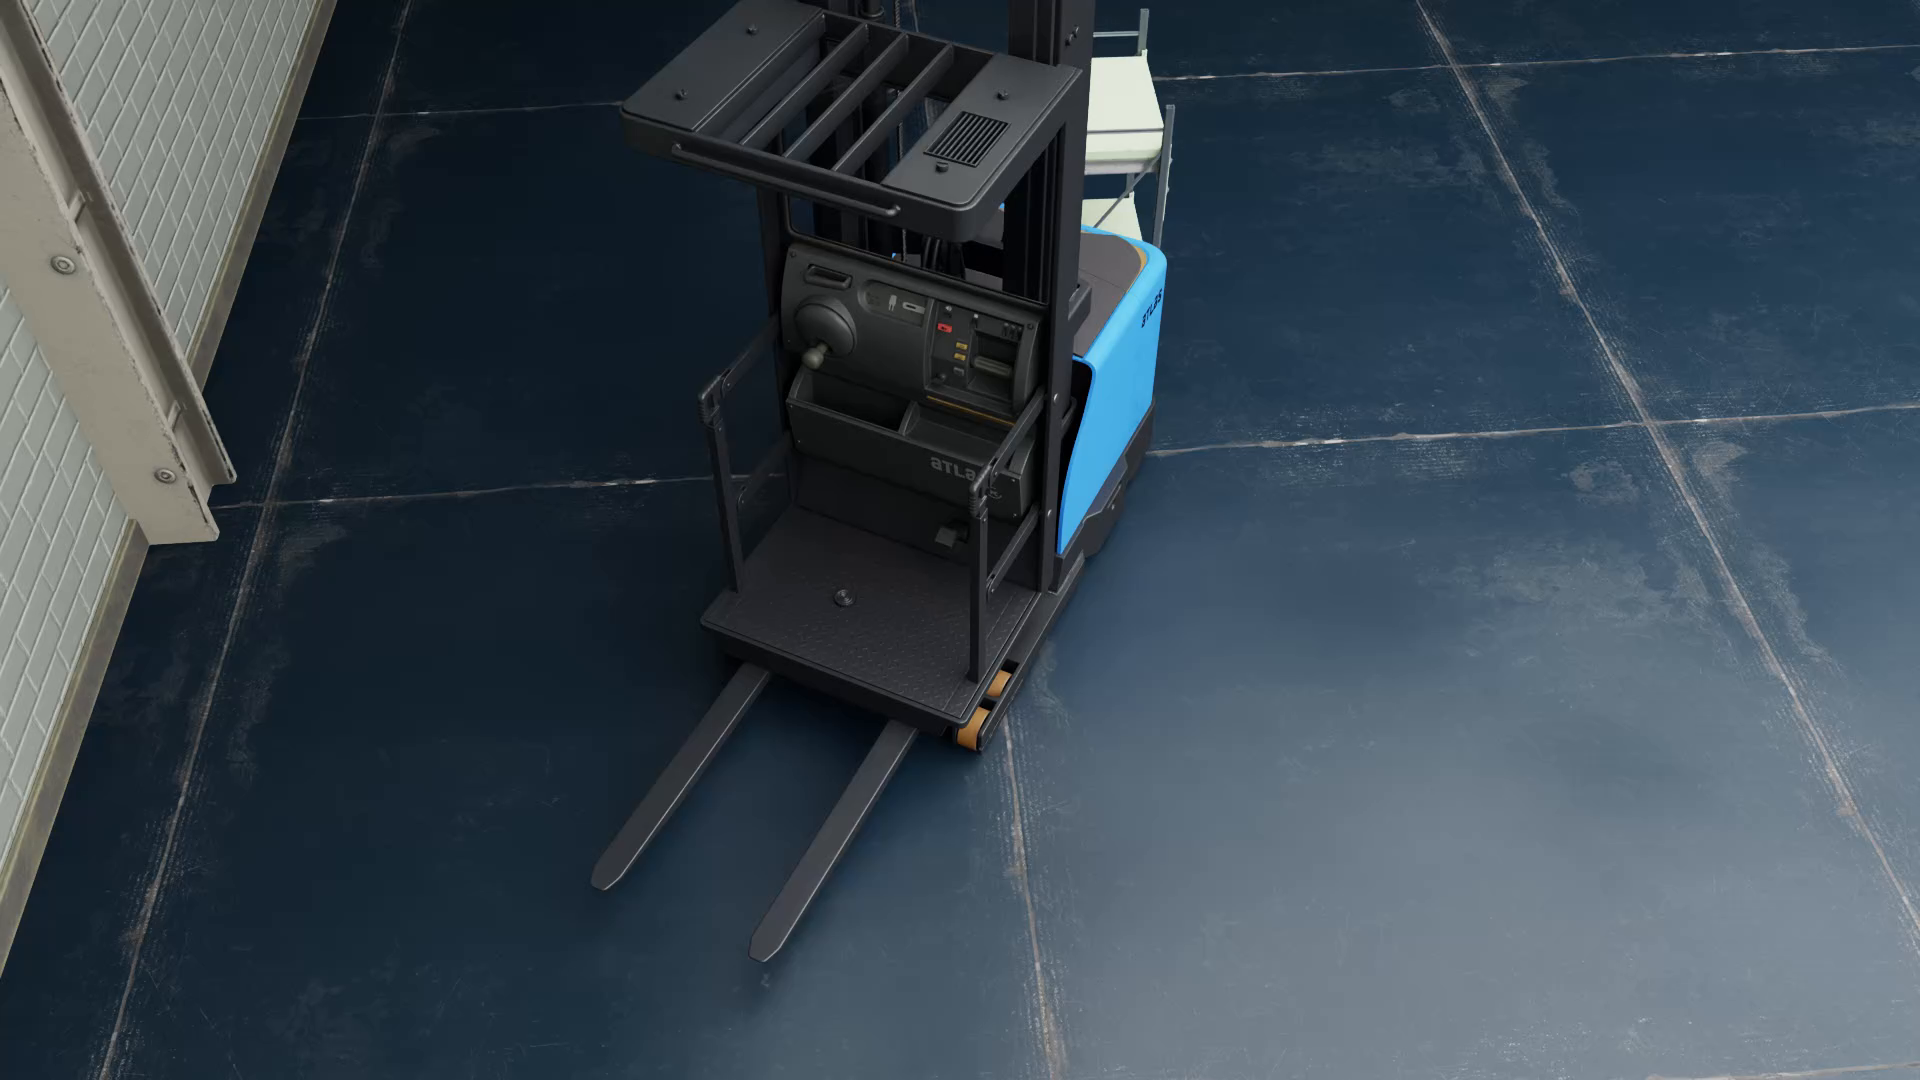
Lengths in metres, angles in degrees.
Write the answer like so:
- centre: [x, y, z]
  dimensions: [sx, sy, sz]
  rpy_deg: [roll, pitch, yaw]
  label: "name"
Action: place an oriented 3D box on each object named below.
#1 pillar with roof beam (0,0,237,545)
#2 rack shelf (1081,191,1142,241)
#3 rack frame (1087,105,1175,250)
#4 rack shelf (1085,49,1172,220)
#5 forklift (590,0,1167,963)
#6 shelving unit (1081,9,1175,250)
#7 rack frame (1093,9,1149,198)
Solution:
- centre: [1.043, -3.488, 3.992]
  dimensions: [9.100, 9.000, 0.400]
  rpy_deg: [-3, 47, -3]
  label: "pillar with roof beam"
- centre: [0.605, -1.187, 7.426]
  dimensions: [0.431, 0.370, 0.720]
  rpy_deg: [-2, 47, -2]
  label: "rack shelf"
- centre: [0.627, -1.145, 6.938]
  dimensions: [0.400, 1.500, 0.023]
  rpy_deg: [-2, 47, -2]
  label: "rack frame"
- centre: [0.605, -1.679, 6.906]
  dimensions: [0.431, 0.370, 0.720]
  rpy_deg: [-2, 47, -2]
  label: "rack shelf"
- centre: [-0.270, -0.601, 5.437]
  dimensions: [1.130, 2.935, 3.031]
  rpy_deg: [19, 50, 17]
  label: "forklift"
- centre: [0.605, -1.411, 7.190]
  dimensions: [0.431, 1.500, 0.755]
  rpy_deg: [-2, 47, -2]
  label: "shelving unit"
- centre: [0.584, -1.676, 7.441]
  dimensions: [0.400, 1.500, 0.023]
  rpy_deg: [-2, 47, -2]
  label: "rack frame"
